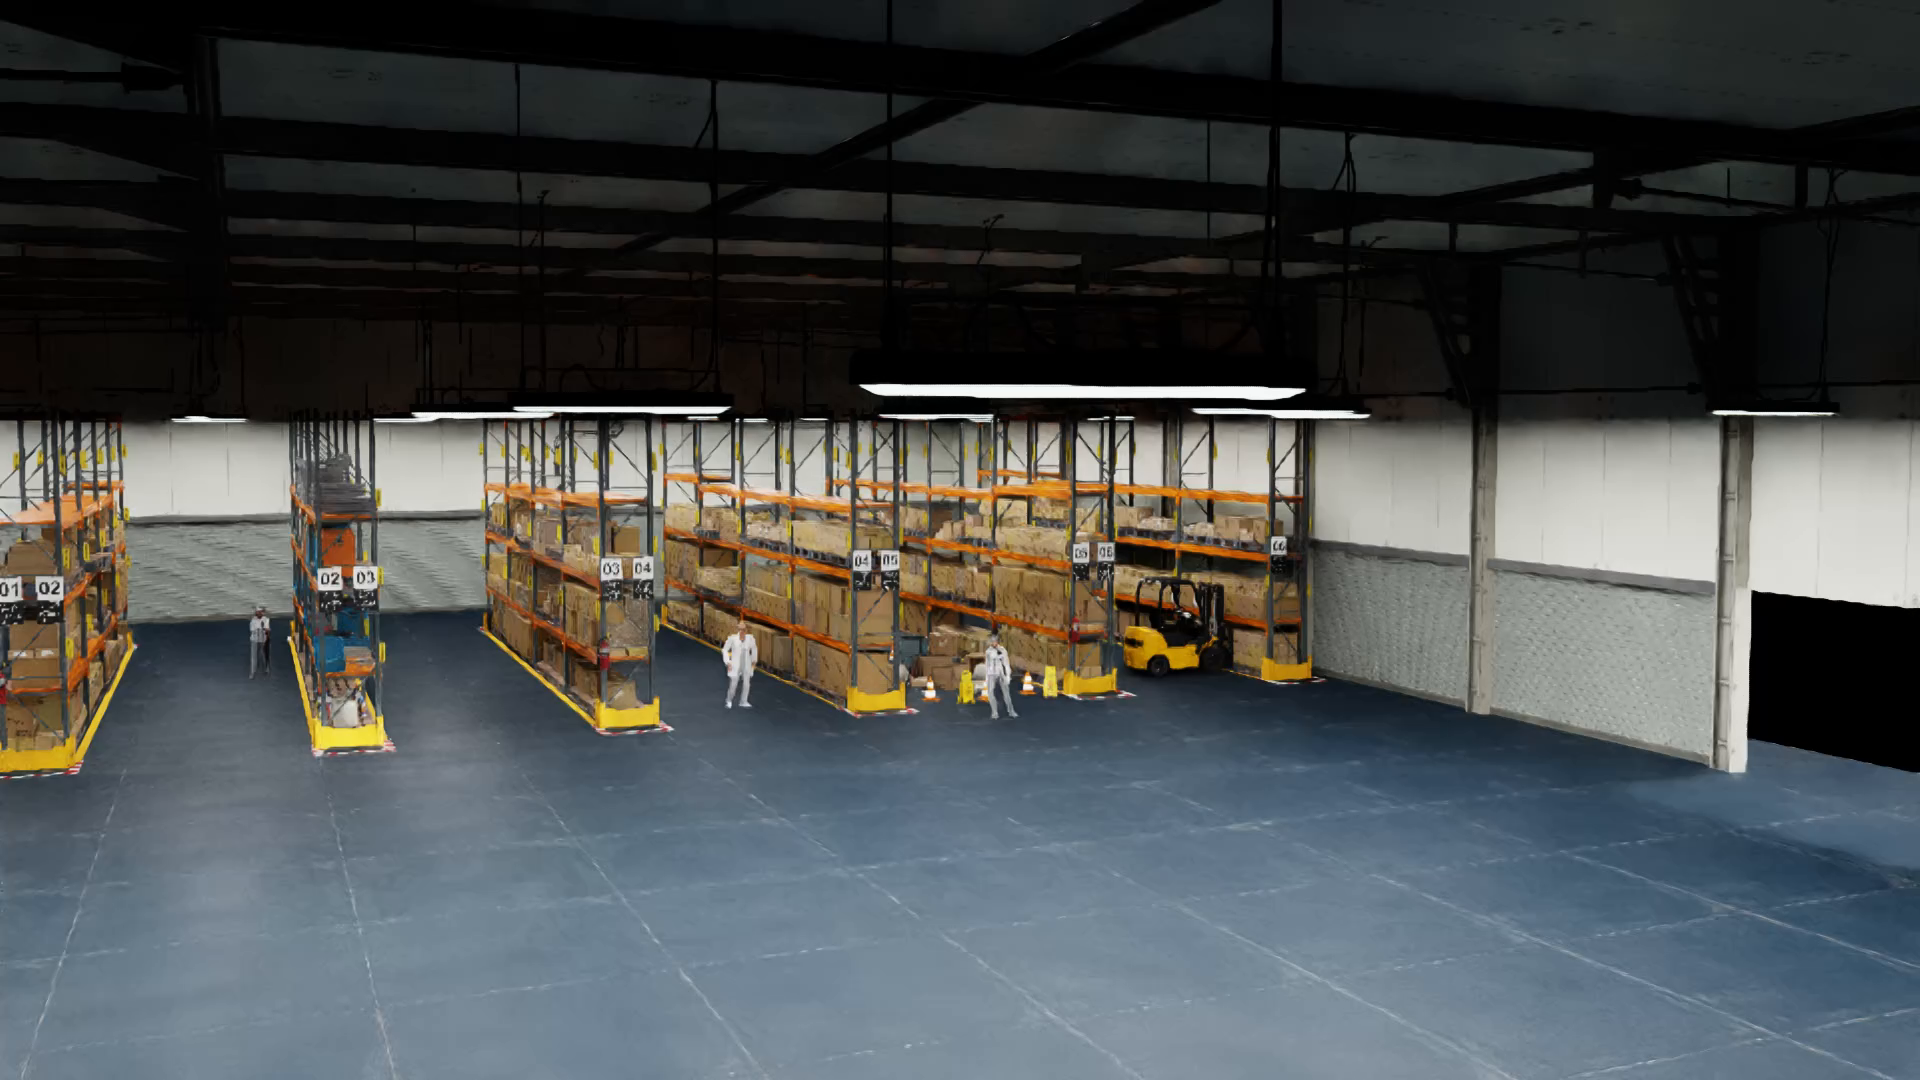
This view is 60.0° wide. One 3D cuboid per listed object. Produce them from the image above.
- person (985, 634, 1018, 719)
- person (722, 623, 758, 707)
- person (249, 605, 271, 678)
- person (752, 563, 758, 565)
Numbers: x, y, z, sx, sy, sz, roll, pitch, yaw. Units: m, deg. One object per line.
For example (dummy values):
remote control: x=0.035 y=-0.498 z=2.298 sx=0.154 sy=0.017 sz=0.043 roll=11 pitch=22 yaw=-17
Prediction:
person: x=0.807 y=2.632 z=32.402 sx=0.628 sy=1.651 sz=0.585 roll=1 pitch=4 yaw=17
person: x=-4.439 y=2.515 z=33.512 sx=0.729 sy=1.733 sz=0.546 roll=-2 pitch=4 yaw=-24
person: x=-15.791 y=2.268 z=37.532 sx=0.443 sy=1.623 sz=1.000 roll=-1 pitch=4 yaw=-15
person: x=-5.798 y=1.528 z=46.938 sx=0.577 sy=1.785 sz=0.655 roll=1 pitch=4 yaw=9
